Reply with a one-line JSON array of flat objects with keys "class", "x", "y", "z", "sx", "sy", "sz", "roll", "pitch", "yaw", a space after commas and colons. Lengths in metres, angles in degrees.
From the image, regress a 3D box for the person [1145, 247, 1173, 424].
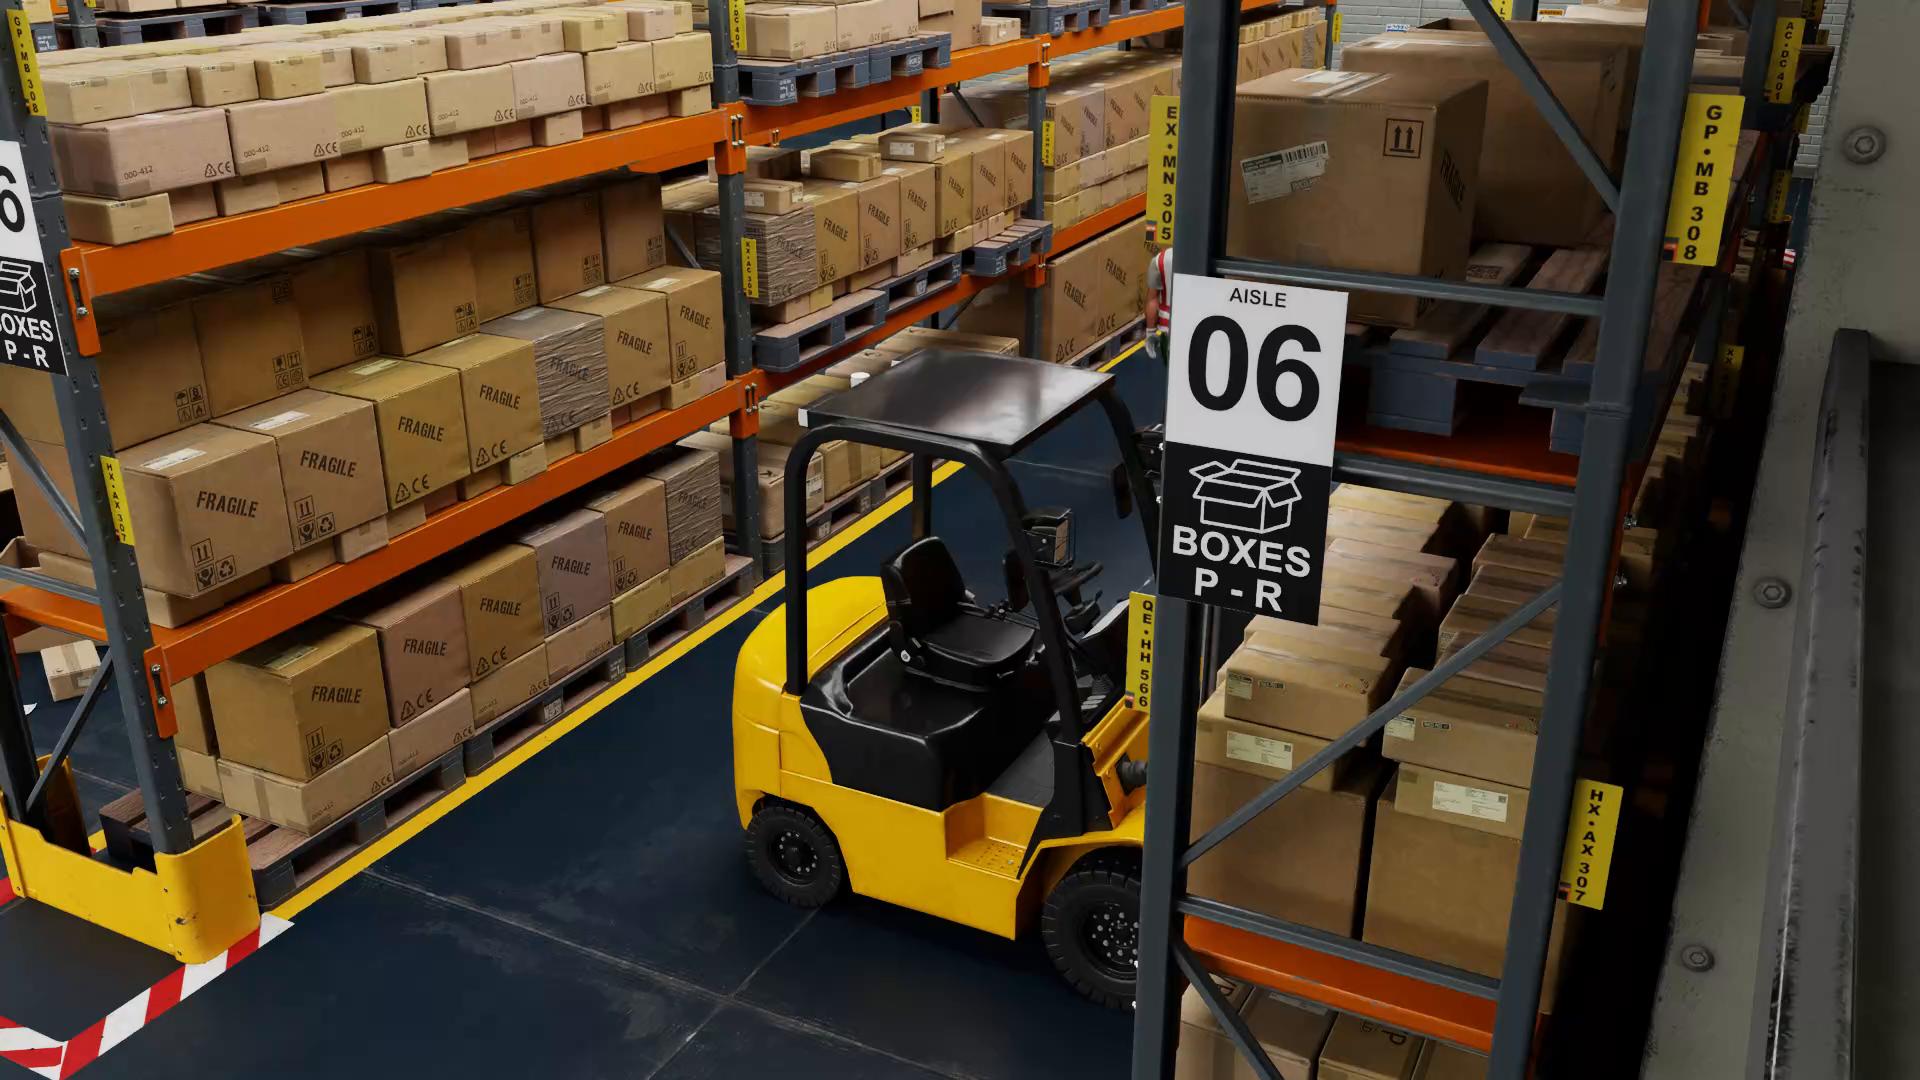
[{"class": "person", "x": 1.645, "y": -1.532, "z": 11.984, "sx": 0.527, "sy": 1.741, "sz": 1.045, "roll": 12, "pitch": 25, "yaw": 27}]
